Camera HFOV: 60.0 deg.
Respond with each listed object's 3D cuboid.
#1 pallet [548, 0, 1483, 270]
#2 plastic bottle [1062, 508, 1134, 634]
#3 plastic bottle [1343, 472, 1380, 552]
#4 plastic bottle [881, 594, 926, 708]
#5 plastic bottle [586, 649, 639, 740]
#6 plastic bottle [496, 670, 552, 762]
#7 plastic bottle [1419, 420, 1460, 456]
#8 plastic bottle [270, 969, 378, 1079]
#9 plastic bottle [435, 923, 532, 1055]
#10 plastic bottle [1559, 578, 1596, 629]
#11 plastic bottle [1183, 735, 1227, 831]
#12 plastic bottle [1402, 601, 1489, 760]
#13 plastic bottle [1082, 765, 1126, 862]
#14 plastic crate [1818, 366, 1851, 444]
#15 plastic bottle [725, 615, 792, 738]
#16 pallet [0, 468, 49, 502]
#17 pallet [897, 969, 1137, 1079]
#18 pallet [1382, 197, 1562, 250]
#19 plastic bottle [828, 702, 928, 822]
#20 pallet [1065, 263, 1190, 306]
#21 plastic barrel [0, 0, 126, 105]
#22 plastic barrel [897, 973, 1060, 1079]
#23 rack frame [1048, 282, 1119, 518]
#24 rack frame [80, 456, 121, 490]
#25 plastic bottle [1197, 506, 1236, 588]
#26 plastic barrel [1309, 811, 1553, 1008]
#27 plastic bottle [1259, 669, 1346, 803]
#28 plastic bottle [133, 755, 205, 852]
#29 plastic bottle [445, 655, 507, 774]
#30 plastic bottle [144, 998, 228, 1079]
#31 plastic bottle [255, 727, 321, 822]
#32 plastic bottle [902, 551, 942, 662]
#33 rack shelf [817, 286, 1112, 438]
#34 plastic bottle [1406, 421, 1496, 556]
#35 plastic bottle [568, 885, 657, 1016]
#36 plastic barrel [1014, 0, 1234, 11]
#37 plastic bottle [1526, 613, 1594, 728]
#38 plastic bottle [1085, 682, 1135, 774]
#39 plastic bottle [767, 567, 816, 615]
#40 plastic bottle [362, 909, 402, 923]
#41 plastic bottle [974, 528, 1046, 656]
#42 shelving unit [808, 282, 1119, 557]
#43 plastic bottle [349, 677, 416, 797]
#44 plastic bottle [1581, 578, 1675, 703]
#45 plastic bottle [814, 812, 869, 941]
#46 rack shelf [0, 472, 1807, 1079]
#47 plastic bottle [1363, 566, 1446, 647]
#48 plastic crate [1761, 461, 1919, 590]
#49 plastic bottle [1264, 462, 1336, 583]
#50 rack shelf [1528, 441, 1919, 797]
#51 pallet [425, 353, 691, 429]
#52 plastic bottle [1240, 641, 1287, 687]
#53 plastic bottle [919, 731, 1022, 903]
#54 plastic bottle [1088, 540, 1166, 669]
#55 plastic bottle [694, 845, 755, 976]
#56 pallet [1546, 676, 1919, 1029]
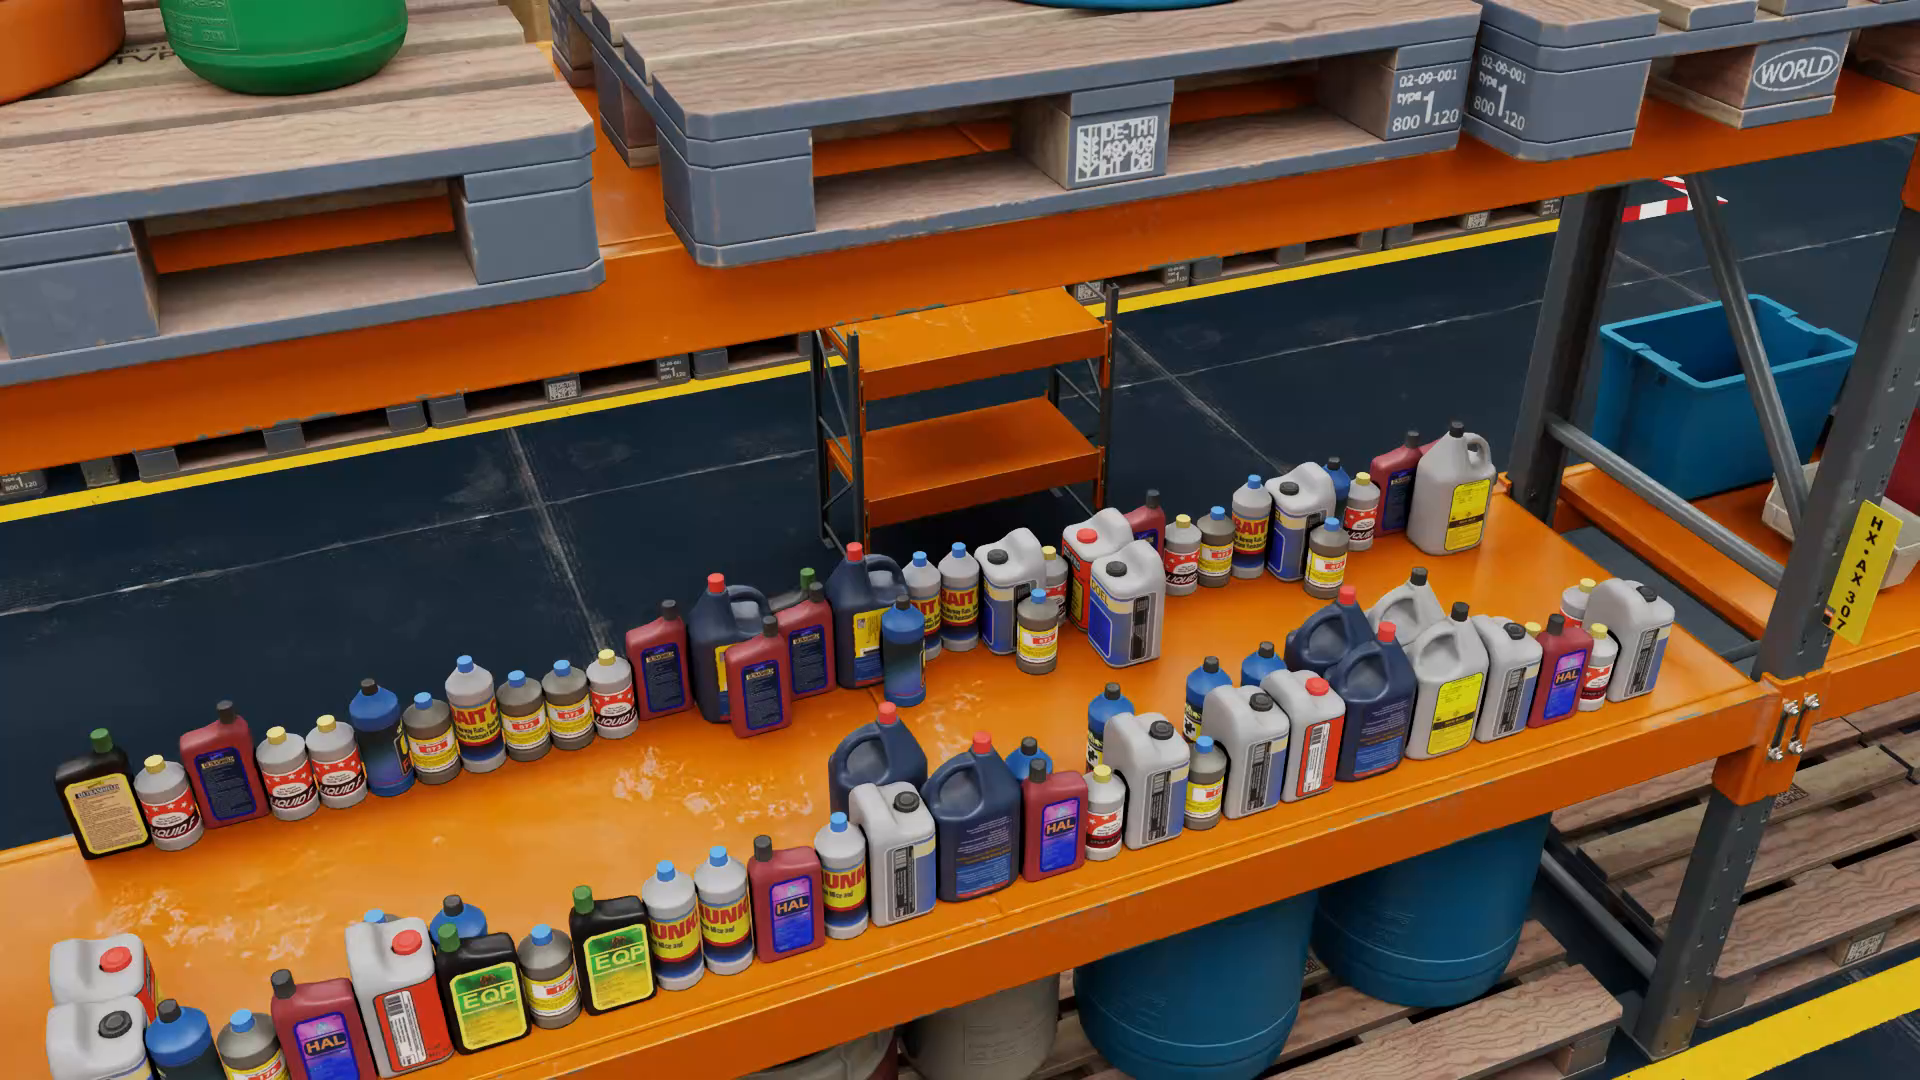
[{"bbox_3d":[0.027,-0.810,2.668,1.213,0.211,1.003,-13,35,-19],"label":"pallet"},{"bbox_3d":[0.329,0.066,4.012,0.135,0.276,0.152,-13,35,-19],"label":"plastic bottle"},{"bbox_3d":[1.031,-0.080,4.304,0.097,0.201,0.097,0,33,0],"label":"plastic bottle"},{"bbox_3d":[-0.126,0.241,3.747,0.097,0.271,0.097,0,33,0],"label":"plastic bottle"},{"bbox_3d":[-0.769,0.332,3.671,0.097,0.201,0.097,0,33,0],"label":"plastic bottle"},{"bbox_3d":[-0.949,0.374,3.608,0.097,0.201,0.097,0,33,0],"label":"plastic bottle"},{"bbox_3d":[1.253,-0.176,4.377,0.133,0.283,0.061,-13,35,-19],"label":"plastic bottle"},{"bbox_3d":[-1.087,0.830,2.830,0.133,0.283,0.061,-13,35,-19],"label":"plastic bottle"},{"bbox_3d":[-0.839,0.774,2.917,0.133,0.283,0.061,-13,35,-19],"label":"plastic bottle"},{"bbox_3d":[1.453,0.183,3.901,0.097,0.201,0.097,0,33,0],"label":"plastic bottle"},{"bbox_3d":[0.496,0.492,3.426,0.097,0.201,0.097,0,33,0],"label":"plastic bottle"},{"bbox_3d":[1.036,0.292,3.597,0.185,0.351,0.144,-13,35,-19],"label":"plastic bottle"},{"bbox_3d":[0.282,0.541,3.351,0.097,0.201,0.097,0,33,0],"label":"plastic bottle"},{"bbox_3d":[2.685,-0.369,4.764,0.590,0.125,0.437,-13,35,-19],"label":"plastic crate"},{"bbox_3d":[-0.443,0.298,3.649,0.133,0.283,0.061,-13,35,-19],"label":"plastic bottle"},{"bbox_3d":[-4.620,-0.412,7.189,1.213,0.211,1.003,-13,35,-19],"label":"pallet"},{"bbox_3d":[-0.097,1.483,4.278,1.213,0.211,1.003,-13,35,-19],"label":"pallet"},{"bbox_3d":[2.726,-2.070,9.738,1.213,0.211,1.003,-13,35,-19],"label":"pallet"},{"bbox_3d":[-0.163,0.476,3.313,0.185,0.351,0.144,-13,35,-19],"label":"plastic bottle"},{"bbox_3d":[0.476,-1.555,8.946,1.213,0.211,1.003,-13,35,-19],"label":"pallet"},{"bbox_3d":[-1.407,-0.975,1.969,0.708,0.830,0.600,-13,35,-19],"label":"plastic barrel"},{"bbox_3d":[0.040,1.109,4.191,0.421,0.512,0.421,0,33,0],"label":"plastic barrel"},{"bbox_3d":[0.475,-0.580,6.610,0.032,1.125,0.500,-13,35,-19],"label":"rack frame"},{"bbox_3d":[-3.845,-1.735,6.666,0.127,3.000,1.000,-13,35,-19],"label":"rack frame"},{"bbox_3d":[0.638,0.010,4.166,0.097,0.201,0.097,0,33,0],"label":"plastic bottle"},{"bbox_3d":[1.249,0.722,4.429,0.708,0.901,0.600,-13,35,-19],"label":"plastic barrel"},{"bbox_3d":[0.717,0.394,3.508,0.135,0.276,0.152,-13,35,-19],"label":"plastic bottle"},{"bbox_3d":[-1.610,0.525,3.375,0.097,0.201,0.097,0,33,0],"label":"plastic bottle"},{"bbox_3d":[-1.038,0.365,3.557,0.097,0.271,0.097,0,33,0],"label":"plastic bottle"},{"bbox_3d":[-1.290,0.871,2.779,0.097,0.271,0.097,0,33,0],"label":"plastic bottle"},{"bbox_3d":[-1.397,0.476,3.450,0.097,0.201,0.097,0,33,0],"label":"plastic bottle"},{"bbox_3d":[-0.092,0.148,3.890,0.097,0.271,0.097,0,33,0],"label":"plastic bottle"},{"bbox_3d":[0.006,-0.718,6.286,1.000,0.278,0.538,-13,35,-19],"label":"rack shelf"},{"bbox_3d":[1.269,-0.147,4.271,0.185,0.351,0.144,-13,35,-19],"label":"plastic bottle"},{"bbox_3d":[-0.627,0.725,2.992,0.133,0.283,0.061,-13,35,-19],"label":"plastic bottle"},{"bbox_3d":[0.242,-1.294,2.393,0.708,0.901,0.600,-13,35,-19],"label":"plastic barrel"},{"bbox_3d":[1.323,0.279,3.678,0.133,0.283,0.061,-13,35,-19],"label":"plastic bottle"},{"bbox_3d":[0.313,0.414,3.481,0.097,0.271,0.097,0,33,0],"label":"plastic bottle"},{"bbox_3d":[-0.376,0.197,3.803,0.133,0.283,0.061,-13,35,-19],"label":"plastic bottle"},{"bbox_3d":[-1.046,0.755,3.022,0.097,0.201,0.097,0,33,0],"label":"plastic bottle"},{"bbox_3d":[0.115,0.115,3.937,0.135,0.276,0.152,-13,35,-19],"label":"plastic bottle"},{"bbox_3d":[0.006,-0.473,6.445,1.048,1.125,0.538,-13,35,-19],"label":"shelving unit"},{"bbox_3d":[-1.218,0.406,3.494,0.097,0.271,0.097,0,33,0],"label":"plastic bottle"},{"bbox_3d":[1.518,0.210,3.790,0.135,0.276,0.152,-13,35,-19],"label":"plastic bottle"},{"bbox_3d":[-0.225,0.627,3.153,0.097,0.271,0.097,0,33,0],"label":"plastic bottle"},{"bbox_3d":[-0.087,0.636,3.682,4.000,0.370,1.077,-13,35,-19],"label":"rack shelf"},{"bbox_3d":[0.980,0.219,3.708,0.185,0.351,0.144,-13,35,-19],"label":"plastic bottle"},{"bbox_3d":[2.241,-0.029,4.230,0.243,0.136,0.396,-13,35,-19],"label":"plastic crate"},{"bbox_3d":[0.845,-0.052,4.194,0.135,0.276,0.152,-13,35,-19],"label":"plastic bottle"},{"bbox_3d":[3.601,-0.208,4.980,4.000,0.370,1.077,-13,35,-19],"label":"rack shelf"},{"bbox_3d":[-2.019,-0.960,8.032,1.213,0.211,1.003,-13,35,-19],"label":"pallet"},{"bbox_3d":[0.651,0.337,3.600,0.097,0.271,0.097,0,33,0],"label":"plastic bottle"},{"bbox_3d":[0.020,0.524,3.239,0.185,0.351,0.144,-13,35,-19],"label":"plastic bottle"},{"bbox_3d":[0.388,0.142,3.894,0.135,0.276,0.152,-13,35,-19],"label":"plastic bottle"},{"bbox_3d":[-0.438,0.676,3.078,0.097,0.271,0.097,0,33,0],"label":"plastic bottle"},{"bbox_3d":[2.420,0.906,5.163,1.213,0.211,1.003,-13,35,-19],"label":"pallet"}]
